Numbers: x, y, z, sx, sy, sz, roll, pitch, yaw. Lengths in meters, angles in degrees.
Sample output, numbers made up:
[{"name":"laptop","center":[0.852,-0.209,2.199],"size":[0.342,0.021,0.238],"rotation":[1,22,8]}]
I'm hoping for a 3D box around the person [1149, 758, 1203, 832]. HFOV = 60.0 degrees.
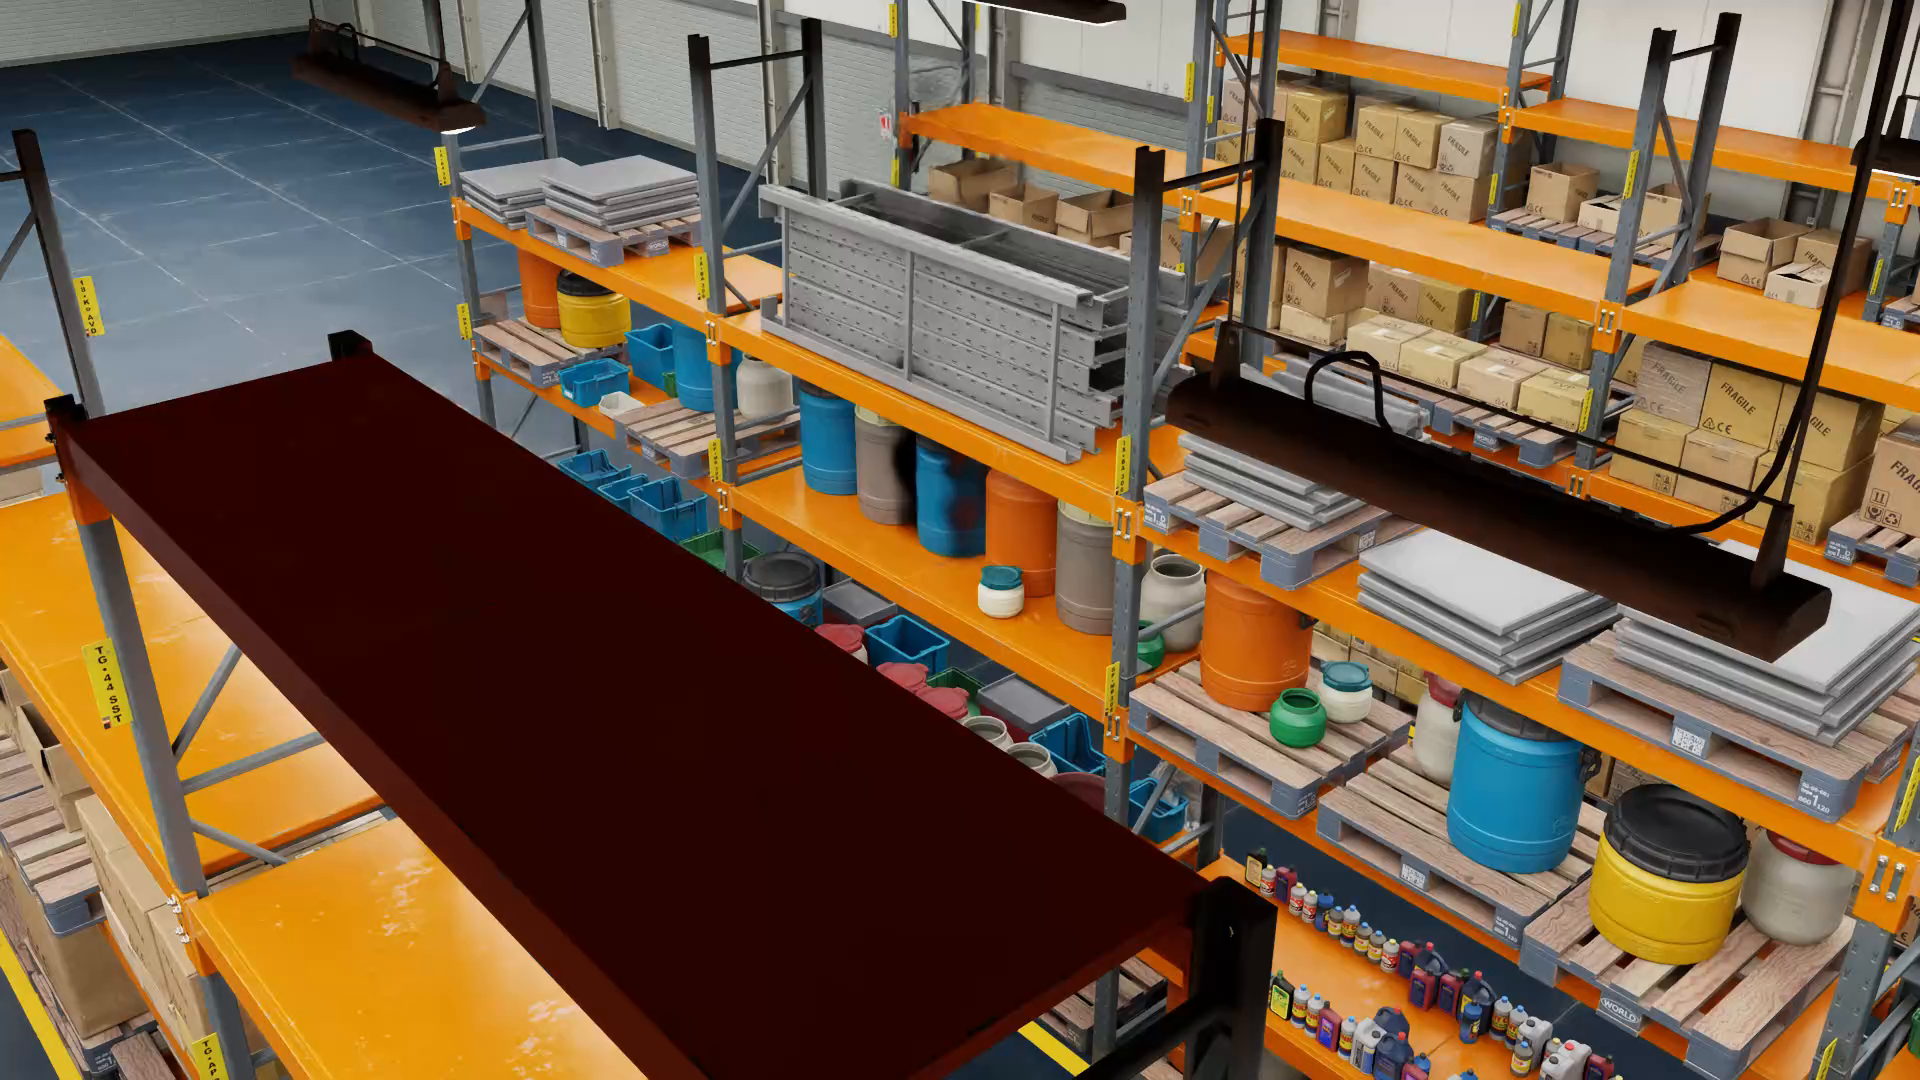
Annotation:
[{"name":"person","center":[1.694,1.616,12.437],"size":[0.643,1.745,0.618],"rotation":[-19,33,-33]}]
